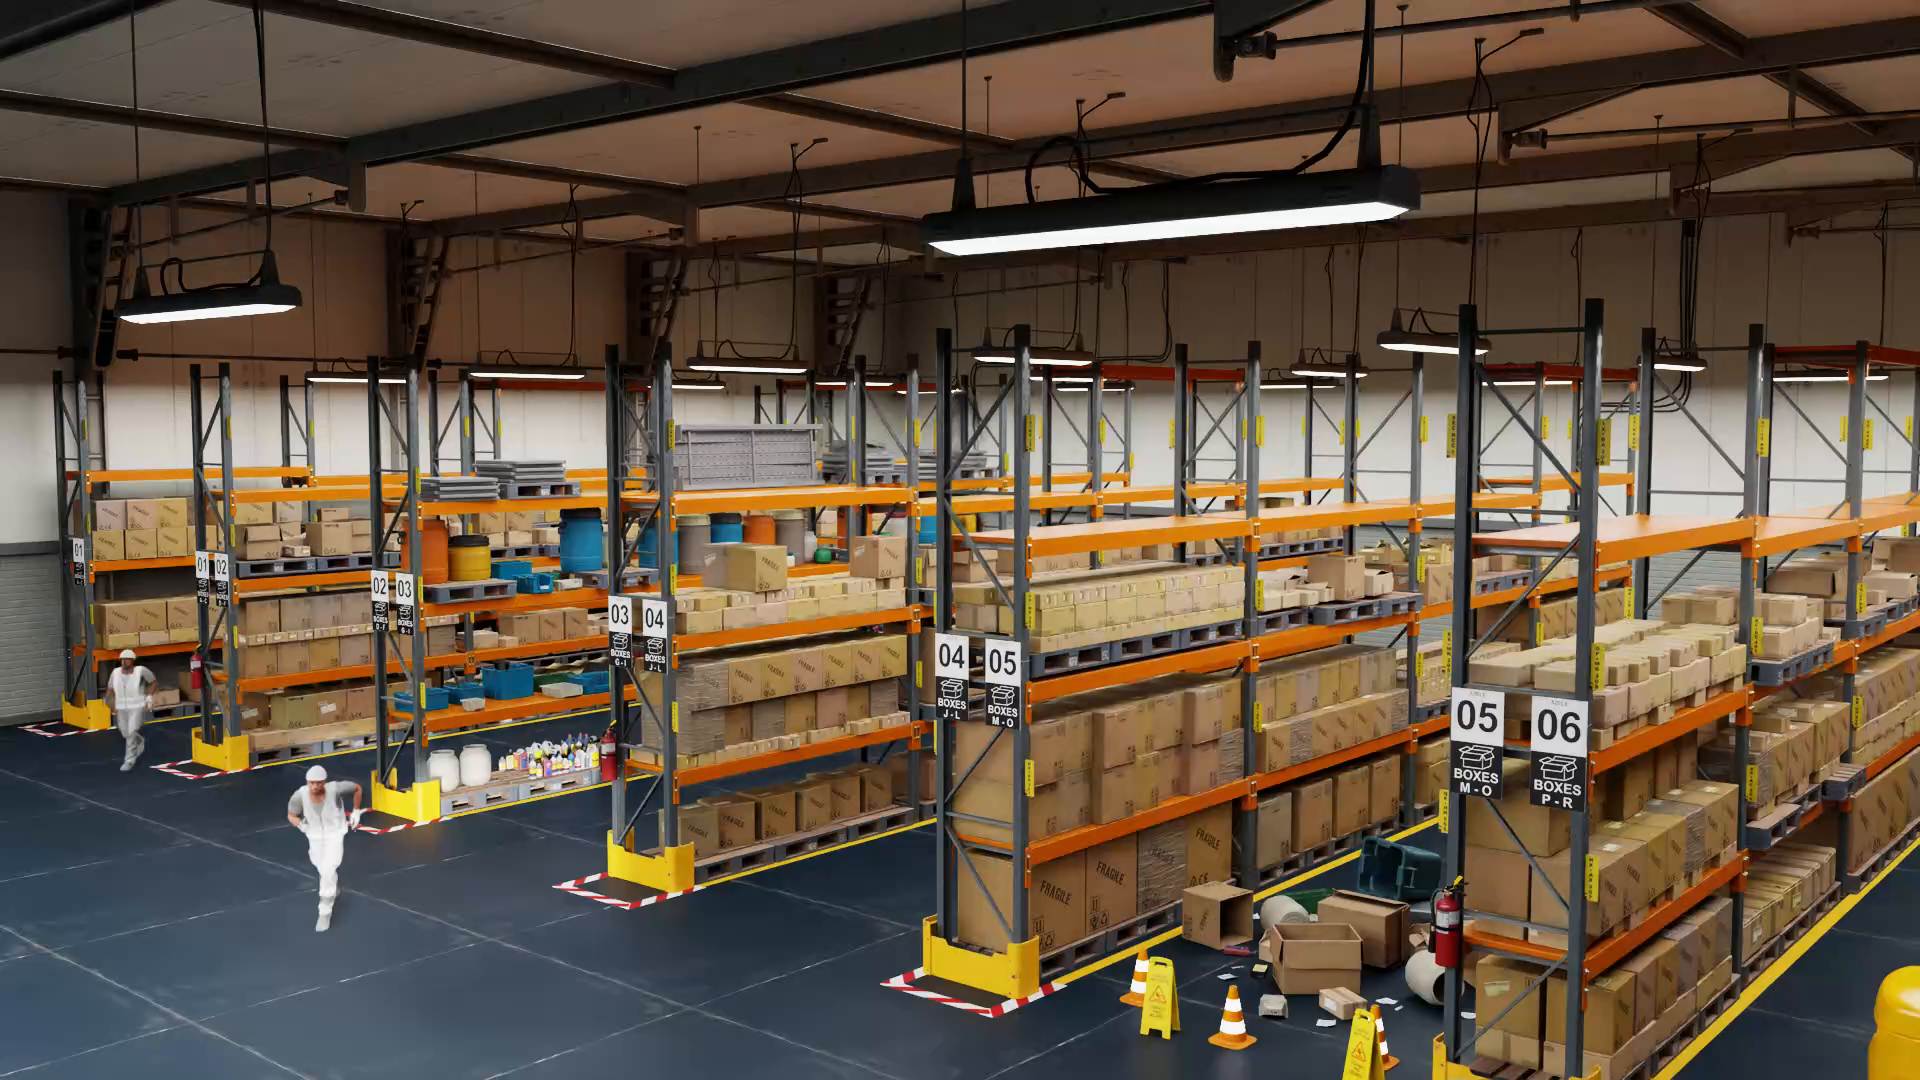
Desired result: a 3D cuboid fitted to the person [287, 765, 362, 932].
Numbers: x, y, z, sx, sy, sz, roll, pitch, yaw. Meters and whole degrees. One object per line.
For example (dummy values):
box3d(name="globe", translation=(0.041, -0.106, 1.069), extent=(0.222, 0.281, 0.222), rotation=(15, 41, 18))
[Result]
box3d(name="person", translation=(-6.523, 3.109, 17.147), extent=(0.705, 1.731, 1.036), rotation=(-1, 4, -10))

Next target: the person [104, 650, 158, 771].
box3d(name="person", translation=(-12.336, 2.498, 24.806), extent=(0.675, 1.768, 0.919), rotation=(0, 4, -3))
